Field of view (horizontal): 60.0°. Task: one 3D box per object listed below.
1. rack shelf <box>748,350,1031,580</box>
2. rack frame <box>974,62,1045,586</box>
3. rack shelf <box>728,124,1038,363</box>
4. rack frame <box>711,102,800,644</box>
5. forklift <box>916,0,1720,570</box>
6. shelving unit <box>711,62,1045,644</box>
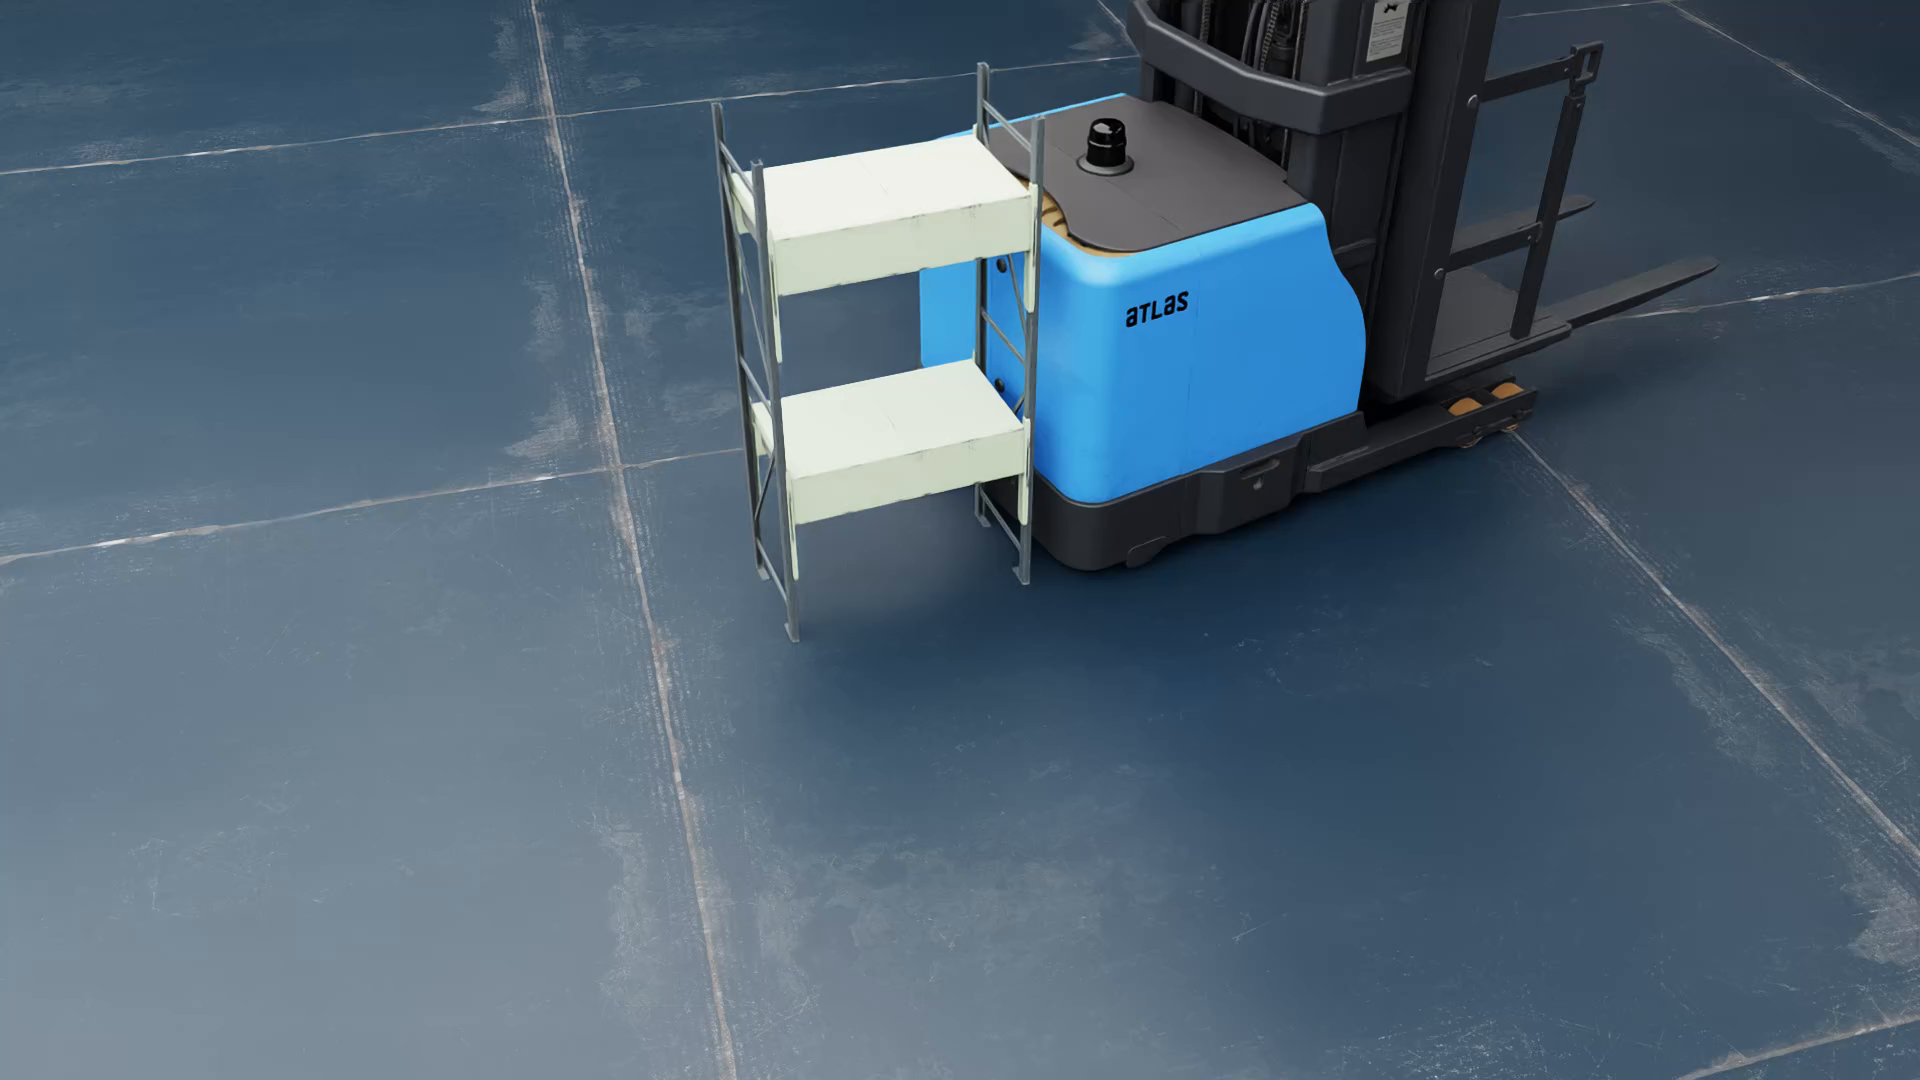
[{"bbox_3d":[-0.211,-0.229,4.852,0.720,0.370,0.431,-14,39,-17],"label":"rack shelf"},{"bbox_3d":[0.130,-0.570,4.761,0.023,1.500,0.400,-14,39,-17],"label":"rack frame"},{"bbox_3d":[-0.211,-0.798,4.417,0.720,0.370,0.431,-14,39,-17],"label":"rack shelf"},{"bbox_3d":[-0.551,-0.406,4.547,0.023,1.500,0.400,-14,39,-17],"label":"rack frame"},{"bbox_3d":[1.386,-1.734,5.104,3.031,2.935,1.130,-20,42,-24],"label":"forklift"},{"bbox_3d":[-0.211,-0.488,4.654,0.755,1.500,0.431,-14,39,-17],"label":"shelving unit"}]
